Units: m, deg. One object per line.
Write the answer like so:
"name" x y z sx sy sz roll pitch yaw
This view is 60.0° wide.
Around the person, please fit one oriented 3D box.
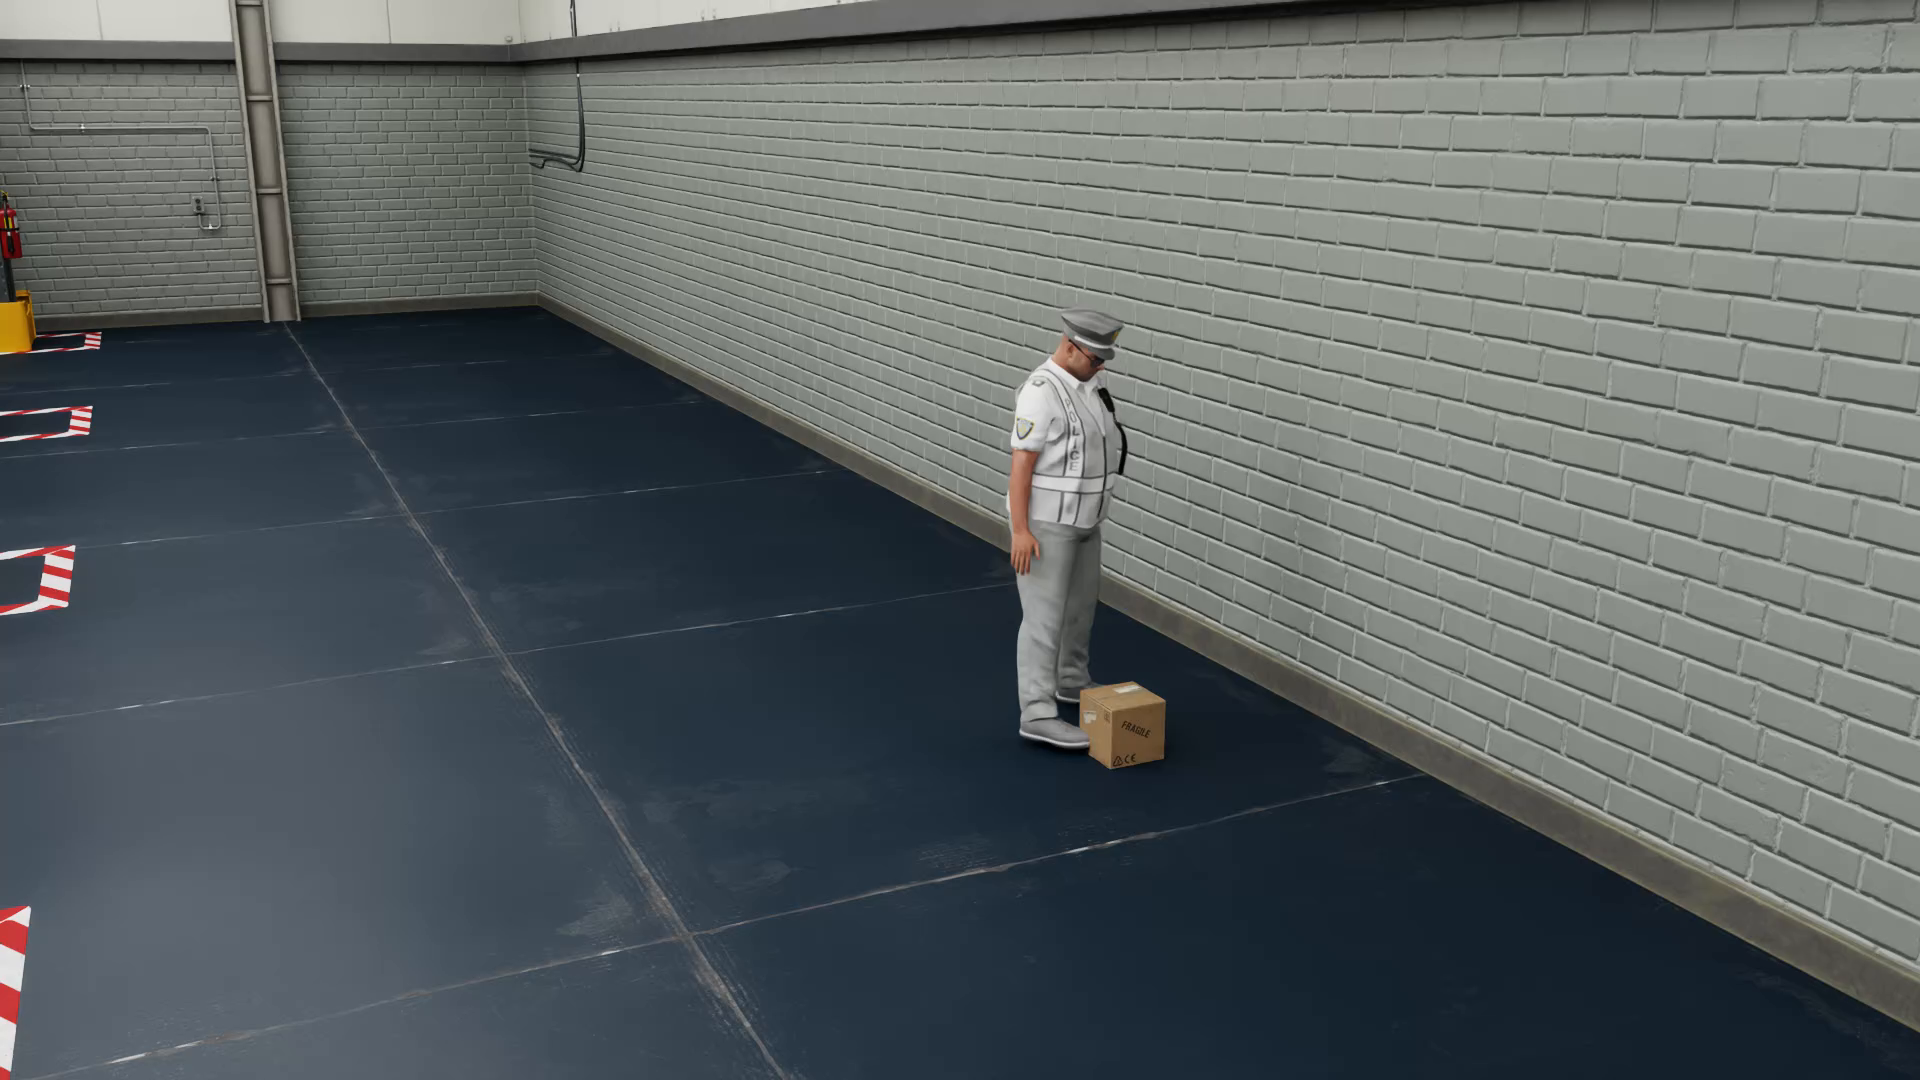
"person" 0.454 -0.071 6.748 0.492 1.740 0.657 10 18 32
